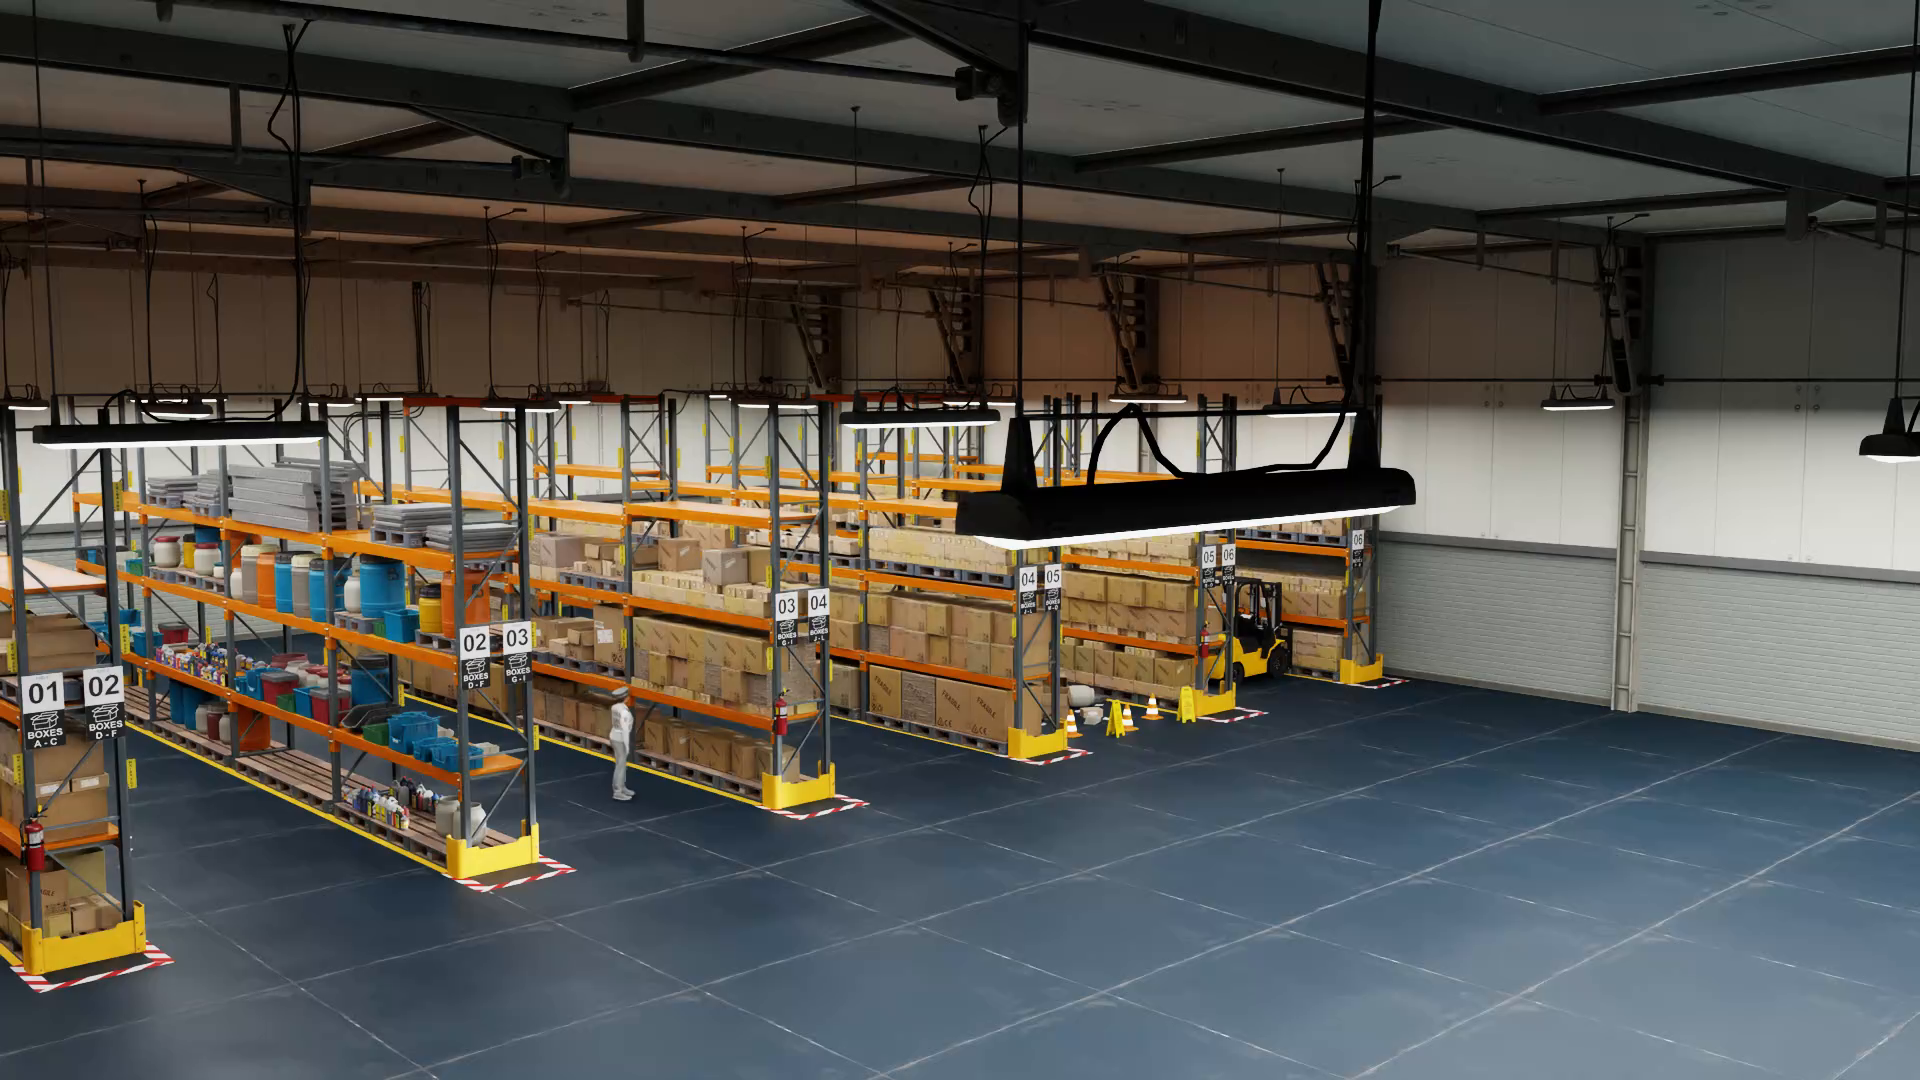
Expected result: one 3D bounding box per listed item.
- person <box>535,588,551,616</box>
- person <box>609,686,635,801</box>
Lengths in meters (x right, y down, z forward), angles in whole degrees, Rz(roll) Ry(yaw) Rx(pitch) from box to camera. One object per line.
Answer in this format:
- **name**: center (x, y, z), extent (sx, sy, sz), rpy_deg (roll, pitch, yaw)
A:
- **person**: center (-10.223, 1.486, 41.153), extent (0.622, 1.782, 0.458), rpy_deg (-3, 6, -26)
- **person**: center (-5.114, 3.063, 25.156), extent (0.371, 1.703, 0.572), rpy_deg (-2, 6, -21)
